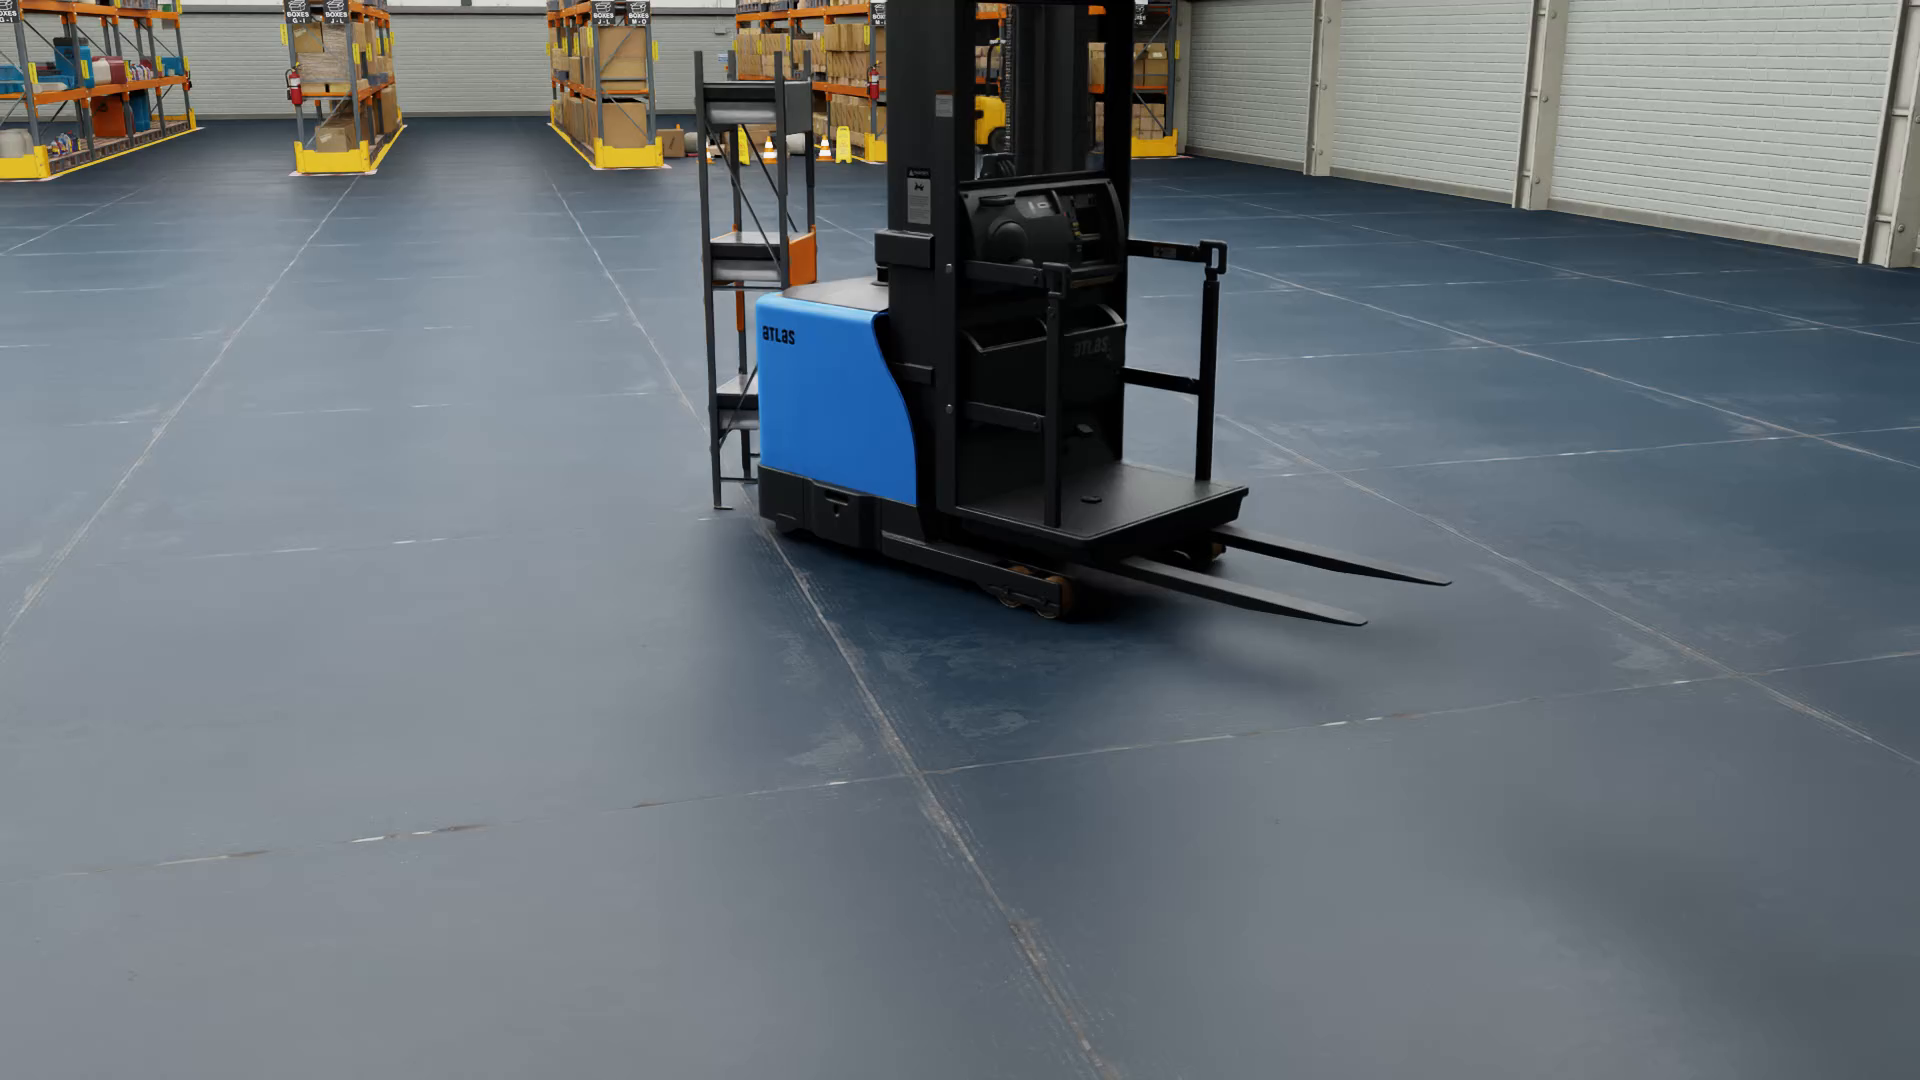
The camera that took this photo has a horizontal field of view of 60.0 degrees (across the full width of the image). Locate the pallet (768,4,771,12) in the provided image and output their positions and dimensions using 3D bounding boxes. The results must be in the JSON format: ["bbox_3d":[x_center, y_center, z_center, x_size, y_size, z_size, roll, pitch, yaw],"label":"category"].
[{"bbox_3d":[-4.153,-12.923,40.379,0.805,0.209,1.217,-5,18,-17],"label":"pallet"}]

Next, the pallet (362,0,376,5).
[{"bbox_3d":[-11.849,-10.357,31.831,1.213,0.211,1.003,-5,17,-15],"label":"pallet"}]

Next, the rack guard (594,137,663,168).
[{"bbox_3d":[-5.879,-6.885,29.505,1.175,0.500,0.348,-5,17,-15],"label":"rack guard"}]

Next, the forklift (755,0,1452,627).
[{"bbox_3d":[0.499,-1.266,6.573,3.031,2.935,1.130,15,22,41],"label":"forklift"}]

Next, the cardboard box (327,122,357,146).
[{"bbox_3d":[-11.300,-7.398,30.483,0.500,0.500,0.500,-6,18,-20],"label":"cardboard box"}]

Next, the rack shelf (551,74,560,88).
[{"bbox_3d":[-9.734,-11.617,42.163,1.077,0.370,4.000,-5,17,-15],"label":"rack shelf"}]

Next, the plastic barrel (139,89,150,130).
[{"bbox_3d":[-18.610,-9.697,37.438,0.600,0.901,0.708,-5,17,-15],"label":"plastic barrel"}]

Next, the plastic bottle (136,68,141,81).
[{"bbox_3d":[-17.984,-10.168,36.304,0.152,0.276,0.135,-5,17,-15],"label":"plastic bottle"}]

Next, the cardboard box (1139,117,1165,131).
[{"bbox_3d":[3.688,-8.172,32.624,0.500,0.250,0.500,-4,17,-14],"label":"cardboard box"}]

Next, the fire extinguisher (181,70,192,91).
[{"bbox_3d":[-19.447,-11.621,41.709,0.296,0.674,0.183,-5,17,-15],"label":"fire extinguisher"}]

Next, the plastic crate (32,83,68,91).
[{"bbox_3d":[-15.855,-7.885,28.945,0.530,0.136,0.437,-5,17,-15],"label":"plastic crate"}]

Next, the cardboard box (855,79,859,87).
[{"bbox_3d":[-1.789,-8.678,31.563,0.380,0.149,0.250,-4,17,-14],"label":"cardboard box"}]

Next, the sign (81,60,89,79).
[{"bbox_3d":[-16.012,-8.613,30.430,0.100,0.325,0.005,-5,17,-15],"label":"sign"}]

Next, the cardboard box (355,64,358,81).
[{"bbox_3d":[-11.282,-8.479,29.776,0.875,0.500,0.500,-5,17,-15],"label":"cardboard box"}]

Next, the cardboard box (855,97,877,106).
[{"bbox_3d":[-1.791,-8.360,31.687,0.380,0.149,0.250,-4,17,-14],"label":"cardboard box"}]

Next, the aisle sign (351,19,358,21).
[{"bbox_3d":[-15.388,-13.392,42.302,0.394,0.787,0.004,-5,17,-15],"label":"aisle sign"}]

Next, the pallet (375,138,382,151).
[{"bbox_3d":[-12.336,-8.049,33.882,1.003,0.211,1.213,-5,17,-15],"label":"pallet"}]

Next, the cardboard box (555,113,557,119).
[{"bbox_3d":[-10.257,-10.967,42.974,0.380,0.149,0.250,-4,17,-15],"label":"cardboard box"}]

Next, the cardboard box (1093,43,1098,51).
[{"bbox_3d":[2.869,-9.831,33.146,0.380,0.149,0.250,-4,17,-14],"label":"cardboard box"}]

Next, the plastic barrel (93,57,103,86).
[{"bbox_3d":[-16.917,-9.110,32.328,0.433,0.535,0.433,0,17,0],"label":"plastic barrel"}]

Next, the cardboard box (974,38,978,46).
[{"bbox_3d":[0.166,-13.084,44.236,0.500,0.500,0.500,-5,17,-17],"label":"cardboard box"}]

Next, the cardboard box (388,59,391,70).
[{"bbox_3d":[-14.266,-11.683,40.877,0.500,0.250,0.500,-5,17,-15],"label":"cardboard box"}]

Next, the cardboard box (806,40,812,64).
[{"bbox_3d":[-3.019,-10.541,35.910,0.500,0.500,0.500,-5,18,-17],"label":"cardboard box"}]

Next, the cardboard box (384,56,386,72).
[{"bbox_3d":[-13.460,-10.847,38.175,0.500,0.500,0.500,-4,17,-14],"label":"cardboard box"}]

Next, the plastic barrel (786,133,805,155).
[{"bbox_3d":[-3.178,-7.726,32.438,0.512,0.421,0.421,7,18,23],"label":"plastic barrel"}]

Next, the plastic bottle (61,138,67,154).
[{"bbox_3d":[-15.821,-6.942,29.327,0.097,0.271,0.097,0,17,0],"label":"plastic bottle"}]

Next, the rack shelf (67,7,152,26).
[{"bbox_3d":[-18.193,-11.192,35.532,1.077,0.370,4.000,-5,17,-15],"label":"rack shelf"}]

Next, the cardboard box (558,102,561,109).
[{"bbox_3d":[-9.875,-10.888,41.678,0.380,0.149,0.250,-6,18,-18],"label":"cardboard box"}]

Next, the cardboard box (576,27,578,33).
[{"bbox_3d":[-9.074,-12.222,40.497,0.500,0.500,0.500,-4,17,-14],"label":"cardboard box"}]

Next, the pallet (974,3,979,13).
[{"bbox_3d":[0.719,-13.095,40.946,1.213,0.211,1.003,-5,17,-15],"label":"pallet"}]

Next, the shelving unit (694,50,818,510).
[{"bbox_3d":[-0.935,-1.215,7.847,0.431,2.100,0.503,3,17,10],"label":"shelving unit"}]

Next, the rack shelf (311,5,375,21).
[{"bbox_3d":[-12.332,-10.477,33.152,1.077,0.370,4.000,-5,17,-15],"label":"rack shelf"}]

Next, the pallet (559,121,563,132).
[{"bbox_3d":[-9.402,-10.256,41.228,1.003,0.211,1.213,-5,17,-15],"label":"pallet"}]

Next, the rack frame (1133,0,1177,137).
[{"bbox_3d":[3.617,-8.902,31.874,1.000,3.000,0.127,-5,17,-15],"label":"rack frame"}]

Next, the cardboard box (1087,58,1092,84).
[{"bbox_3d":[2.806,-9.489,33.655,0.500,0.500,0.500,-5,17,-15],"label":"cardboard box"}]

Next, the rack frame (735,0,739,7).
[{"bbox_3d":[-5.551,-15.807,44.434,1.000,3.000,0.127,-5,17,-15],"label":"rack frame"}]

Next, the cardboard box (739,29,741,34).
[{"bbox_3d":[-5.720,-13.652,44.646,0.380,0.149,0.250,-4,17,-14],"label":"cardboard box"}]

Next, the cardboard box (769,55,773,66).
[{"bbox_3d":[-4.319,-11.568,40.140,0.500,0.250,0.500,-4,17,-15],"label":"cardboard box"}]

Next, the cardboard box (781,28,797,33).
[{"bbox_3d":[-4.289,-12.773,41.721,0.380,0.149,0.250,-5,17,-16],"label":"cardboard box"}]

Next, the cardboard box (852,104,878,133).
[{"bbox_3d":[-1.772,-8.097,31.940,0.500,0.500,0.500,-4,17,-13],"label":"cardboard box"}]

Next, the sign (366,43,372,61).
[{"bbox_3d":[-11.262,-9.291,31.664,0.100,0.325,0.005,-5,17,-15],"label":"sign"}]

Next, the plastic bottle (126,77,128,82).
[{"bbox_3d":[-17.498,-9.730,34.834,0.061,0.283,0.133,-5,17,-15],"label":"plastic bottle"}]

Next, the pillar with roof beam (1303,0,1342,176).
[{"bbox_3d":[1.802,-10.039,25.231,9.100,9.000,0.400,-5,17,-15],"label":"pillar with roof beam"}]

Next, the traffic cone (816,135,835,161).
[{"bbox_3d":[-2.513,-7.311,30.985,0.336,0.463,0.334,-5,17,-15],"label":"traffic cone"}]

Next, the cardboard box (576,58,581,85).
[{"bbox_3d":[-7.386,-9.367,33.247,0.500,0.500,0.500,-5,17,-16],"label":"cardboard box"}]

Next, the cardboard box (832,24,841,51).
[{"bbox_3d":[-2.110,-9.861,32.638,0.700,0.500,0.500,-5,17,-16],"label":"cardboard box"}]

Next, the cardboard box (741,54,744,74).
[{"bbox_3d":[-5.530,-12.689,44.307,0.500,0.500,0.500,-5,17,-16],"label":"cardboard box"}]

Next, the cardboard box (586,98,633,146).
[{"bbox_3d":[-6.628,-7.951,31.670,0.875,0.875,0.875,-5,17,-15],"label":"cardboard box"}]

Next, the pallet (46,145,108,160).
[{"bbox_3d":[-16.797,-7.319,31.449,1.003,0.211,1.213,-5,17,-15],"label":"pallet"}]
